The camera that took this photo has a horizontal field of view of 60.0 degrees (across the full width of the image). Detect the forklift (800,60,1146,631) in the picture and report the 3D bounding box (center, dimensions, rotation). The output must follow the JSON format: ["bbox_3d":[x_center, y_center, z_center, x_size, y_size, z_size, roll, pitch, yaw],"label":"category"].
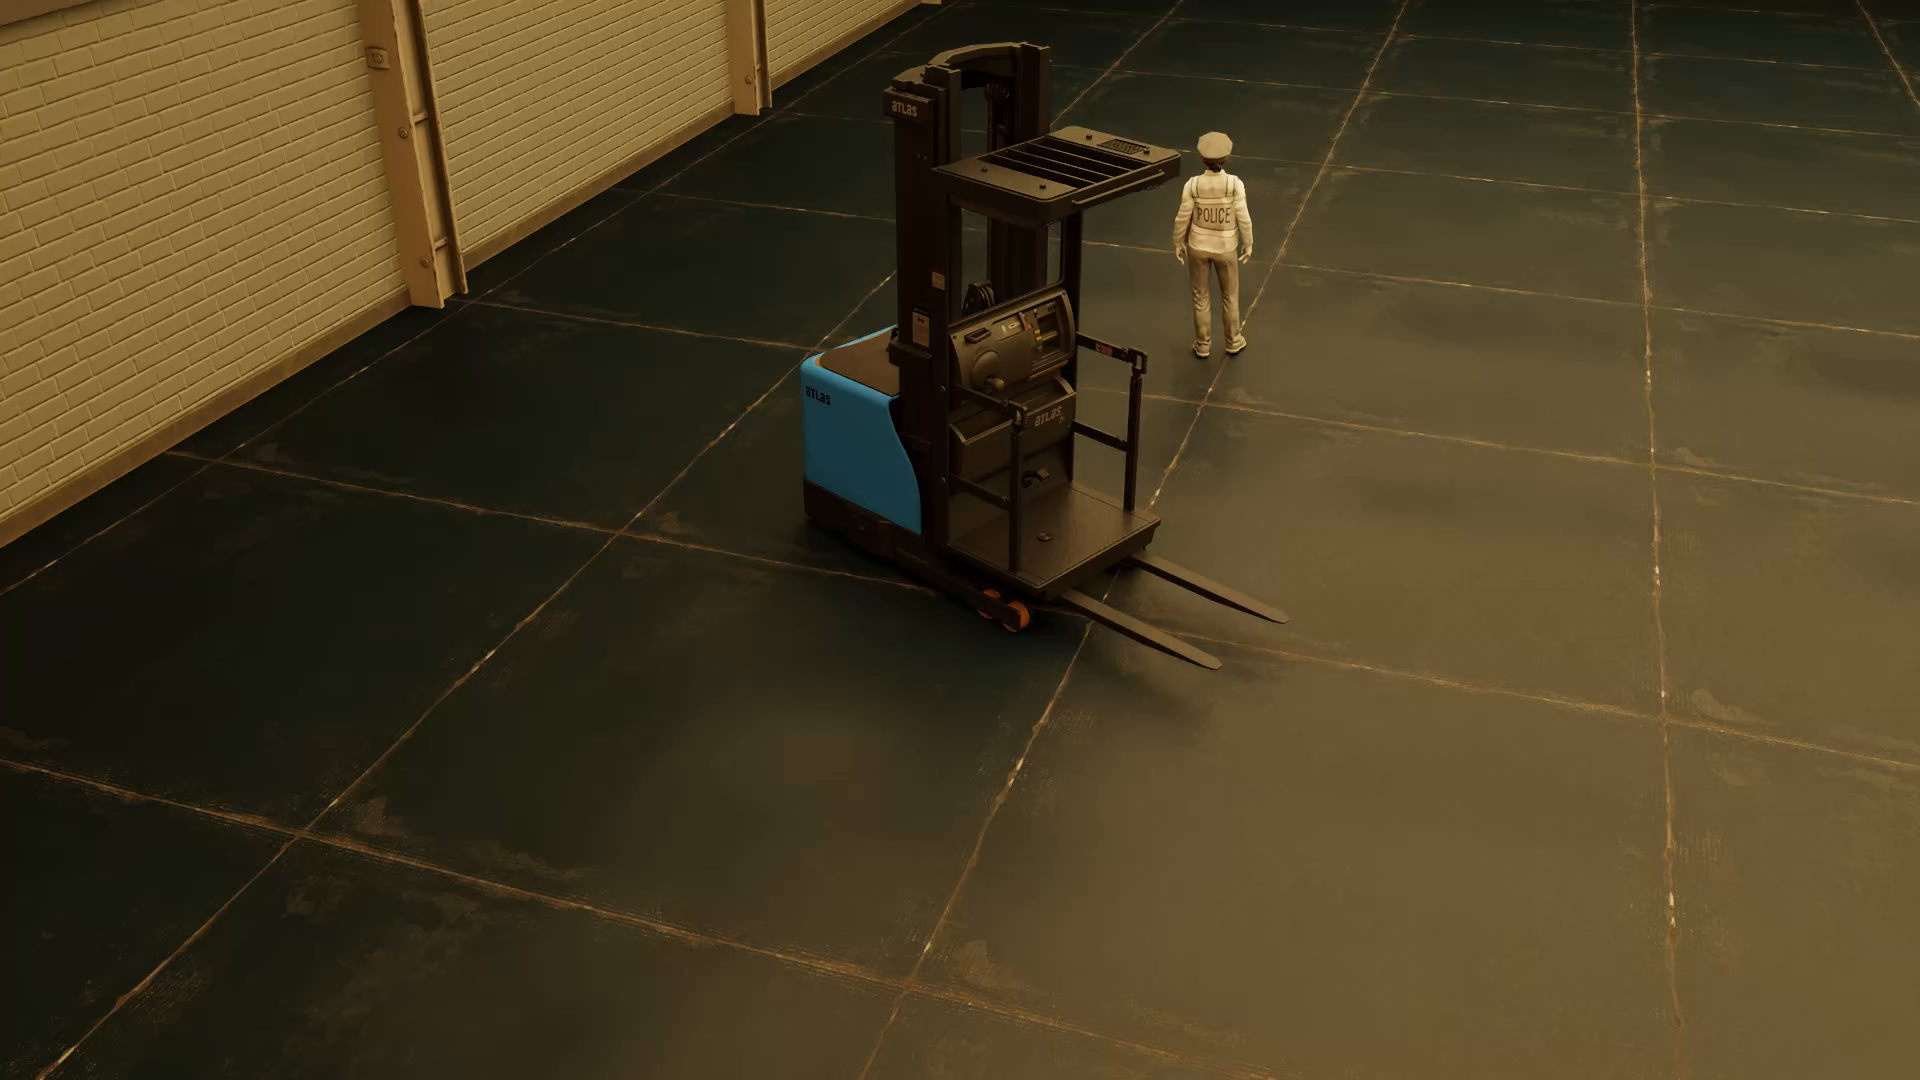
[{"bbox_3d":[0.057,-1.219,9.338,1.939,2.867,1.129,26,38,37],"label":"forklift"}]

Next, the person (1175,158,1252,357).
[{"bbox_3d":[1.865,-2.146,12.178,0.570,1.654,0.500,6,30,11],"label":"person"}]
